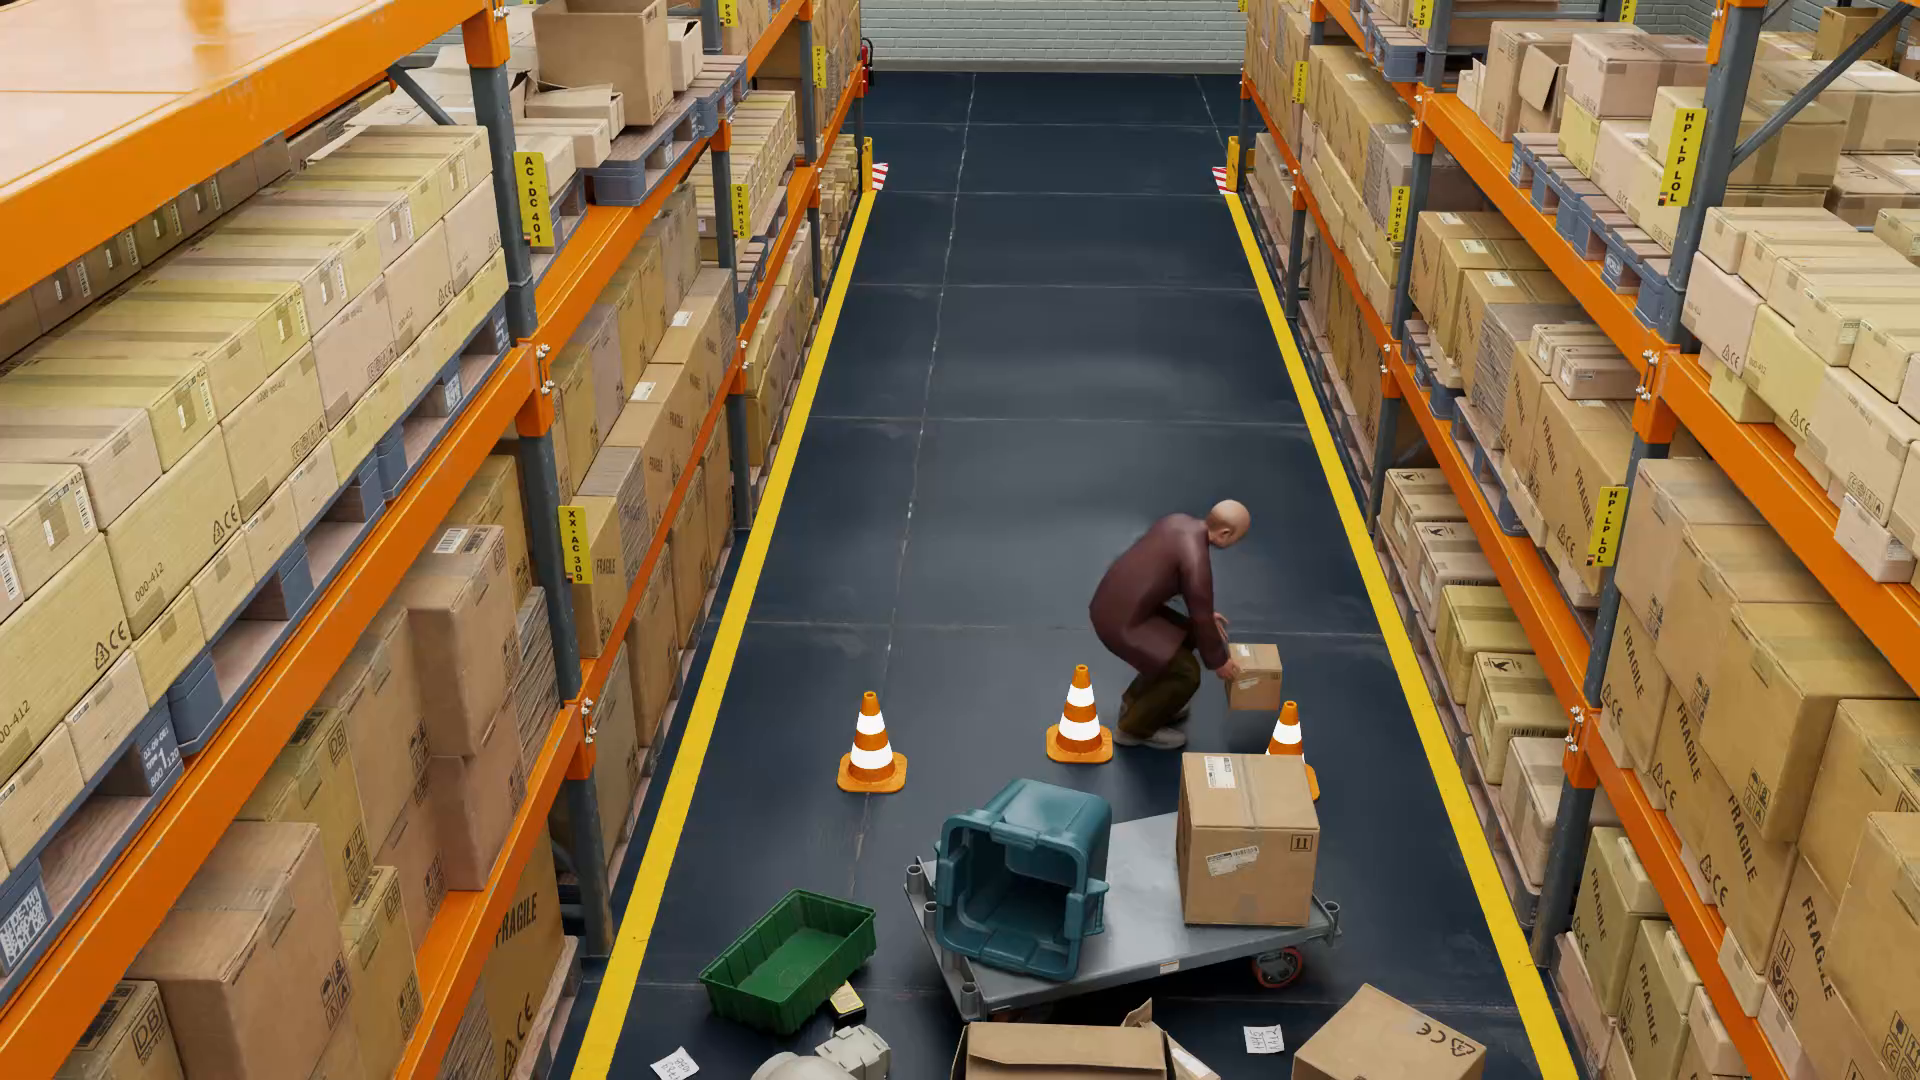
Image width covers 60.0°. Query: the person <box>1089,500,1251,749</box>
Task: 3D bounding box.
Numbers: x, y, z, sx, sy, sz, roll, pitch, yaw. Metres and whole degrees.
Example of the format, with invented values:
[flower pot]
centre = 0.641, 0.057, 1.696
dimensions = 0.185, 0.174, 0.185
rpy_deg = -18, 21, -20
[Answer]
[person]
centre = 1.037, 0.393, 8.398
dimensions = 0.775, 1.306, 0.632
rpy_deg = 1, 28, 2
